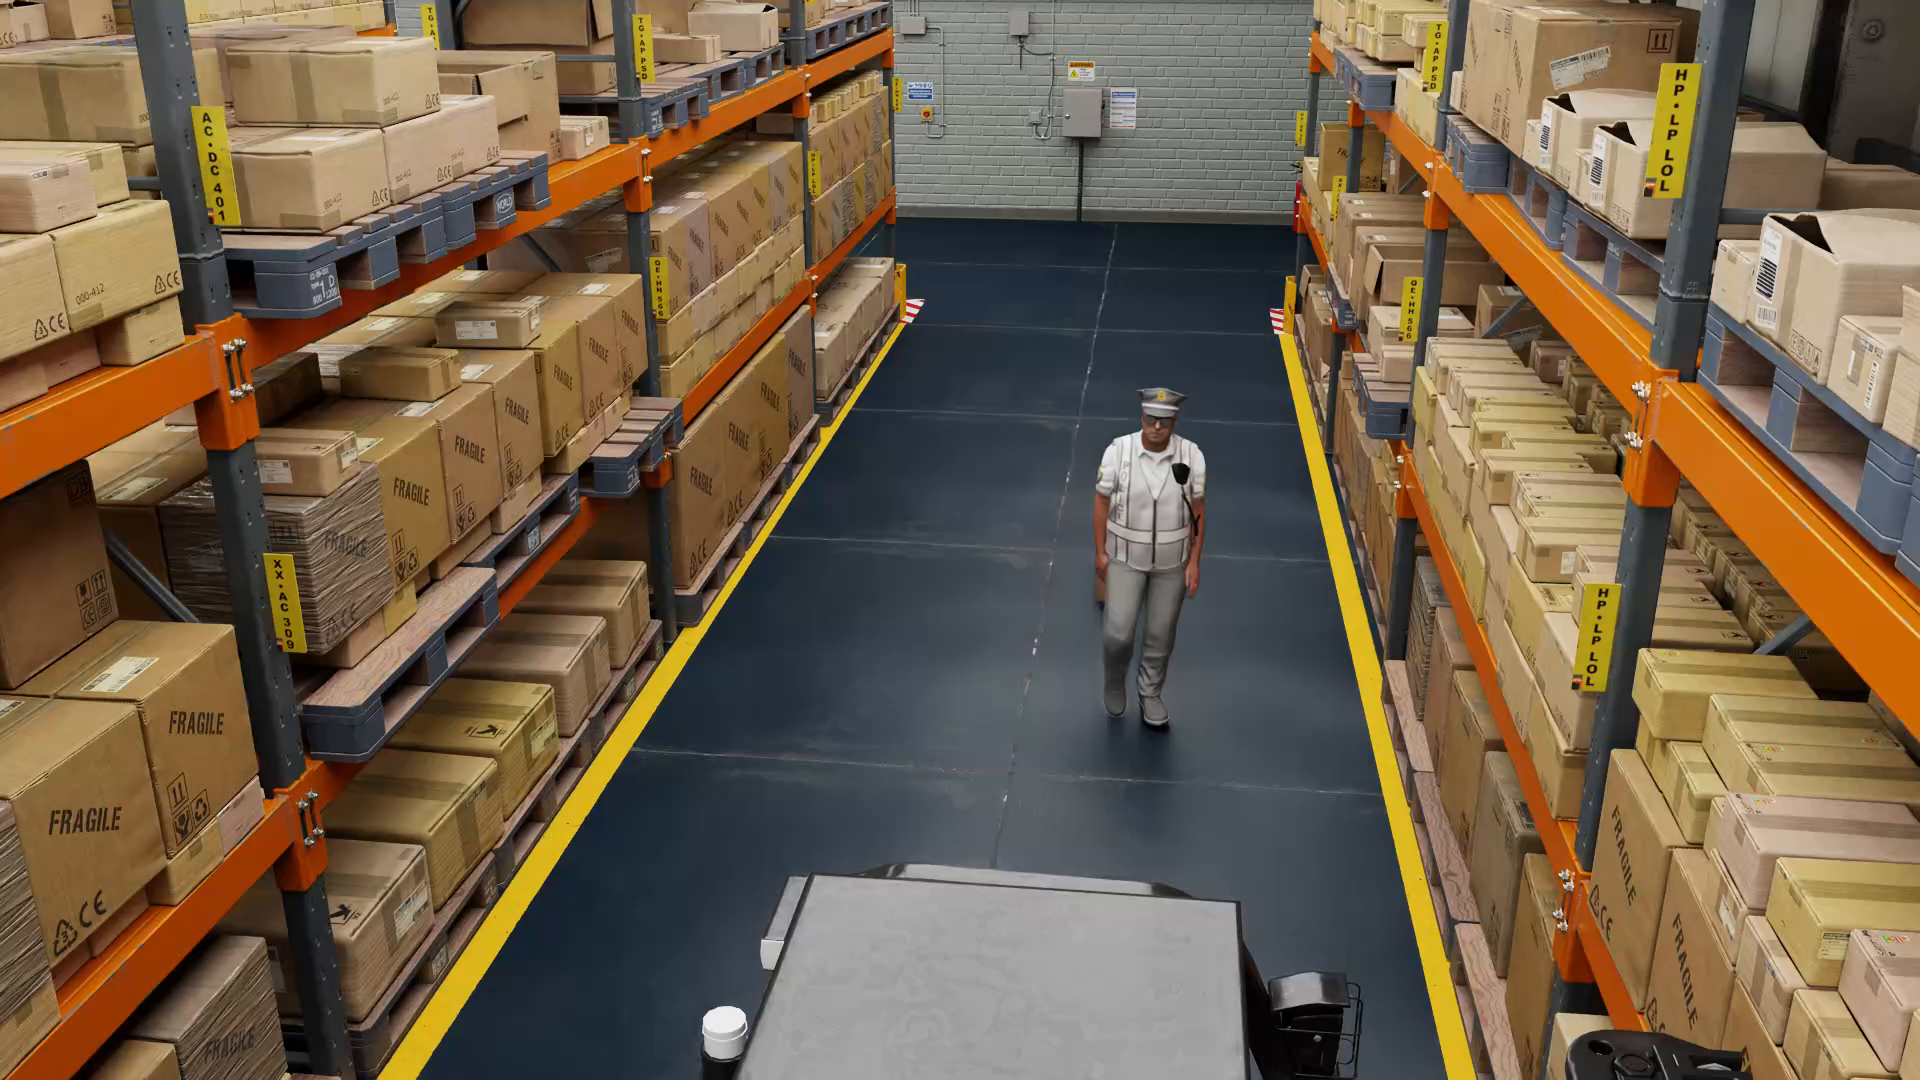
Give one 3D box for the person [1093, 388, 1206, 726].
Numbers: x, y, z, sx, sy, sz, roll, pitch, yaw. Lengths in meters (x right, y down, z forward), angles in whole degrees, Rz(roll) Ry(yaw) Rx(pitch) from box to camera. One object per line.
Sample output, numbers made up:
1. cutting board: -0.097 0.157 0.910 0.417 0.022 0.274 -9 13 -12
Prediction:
1. person: 0.938 0.094 8.270 0.543 1.793 0.463 -1 21 -1
